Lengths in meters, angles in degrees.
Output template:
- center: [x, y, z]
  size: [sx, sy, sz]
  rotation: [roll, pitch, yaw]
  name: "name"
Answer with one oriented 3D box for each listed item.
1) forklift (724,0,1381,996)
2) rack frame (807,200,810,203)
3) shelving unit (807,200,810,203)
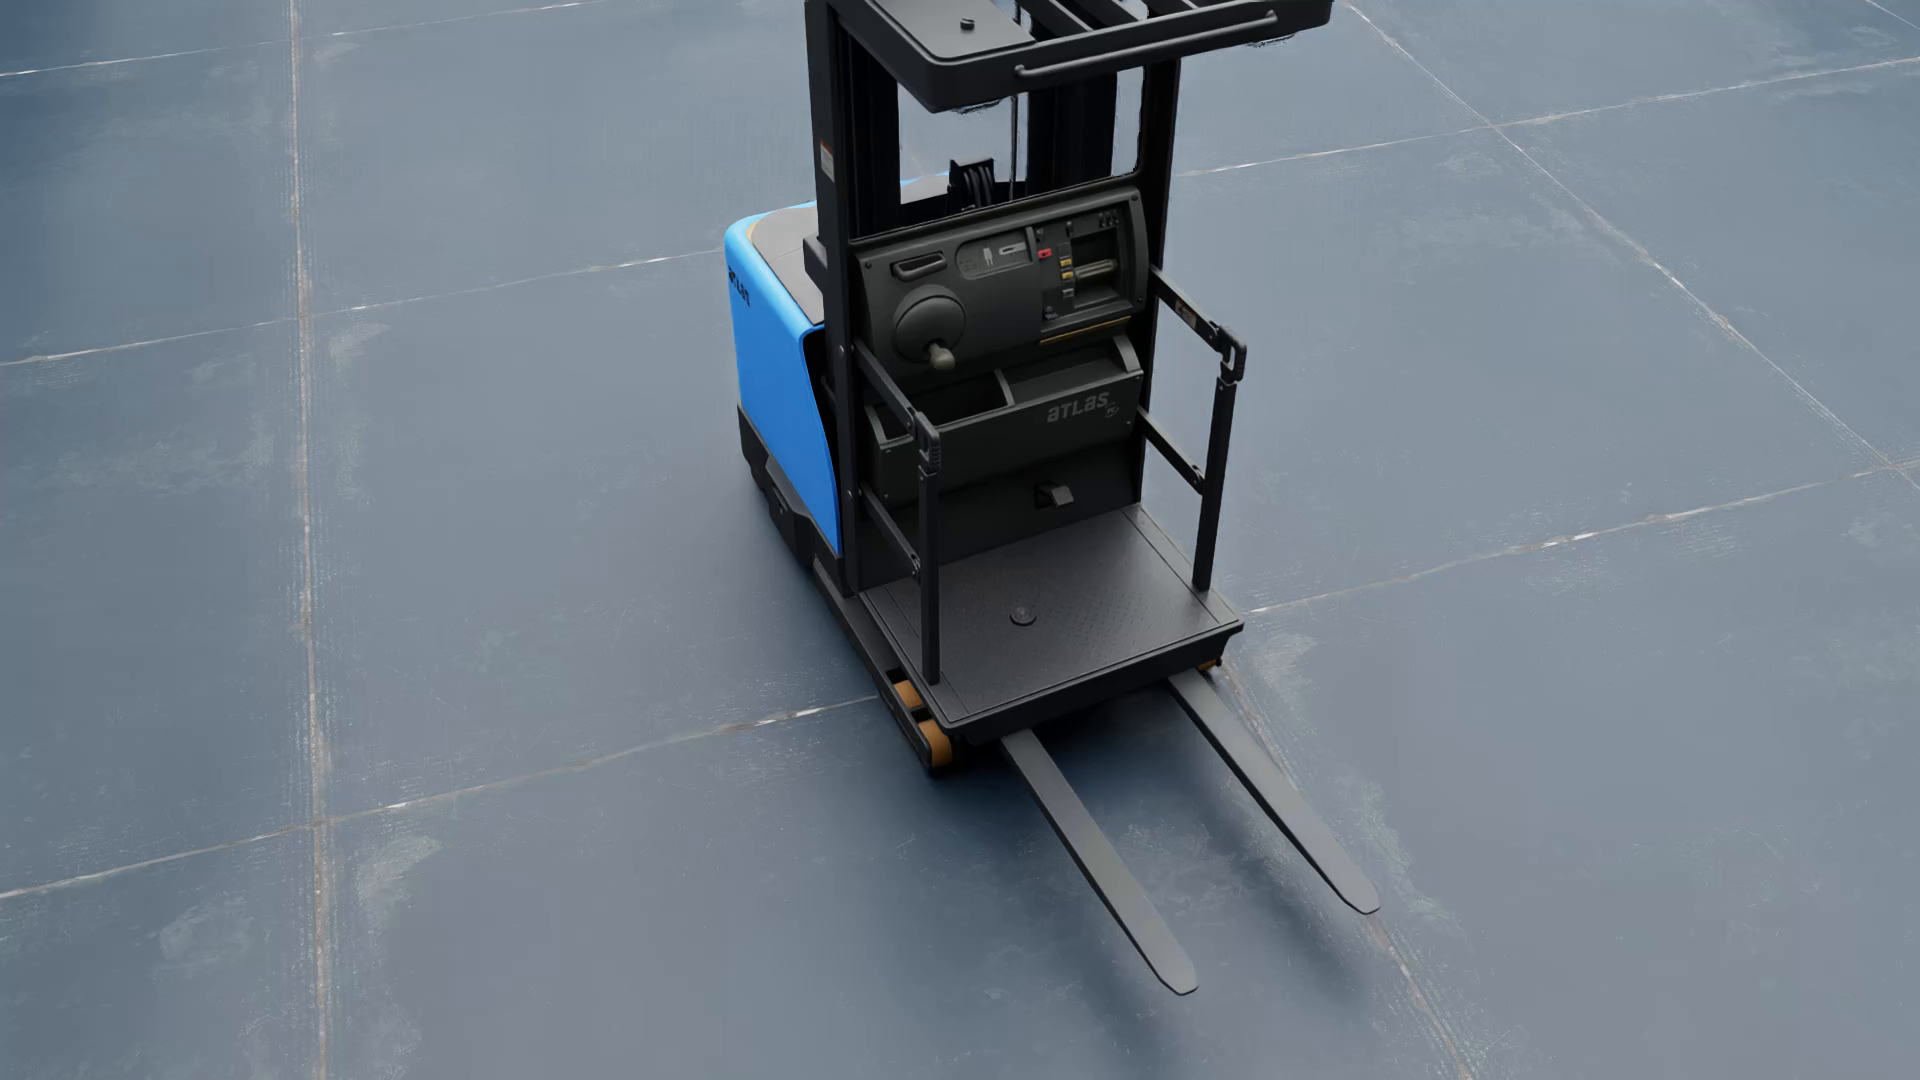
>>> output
- center: [0.238, -0.695, 4.818]
  size: [1.130, 2.935, 3.031]
  rotation: [-18, 44, -19]
  name: "forklift"
- center: [-0.531, -0.896, 6.592]
  size: [0.006, 0.900, 0.240]
  rotation: [-19, 44, -20]
  name: "rack frame"
- center: [-0.440, -0.926, 6.626]
  size: [0.210, 0.900, 0.258]
  rotation: [-19, 44, -20]
  name: "shelving unit"
